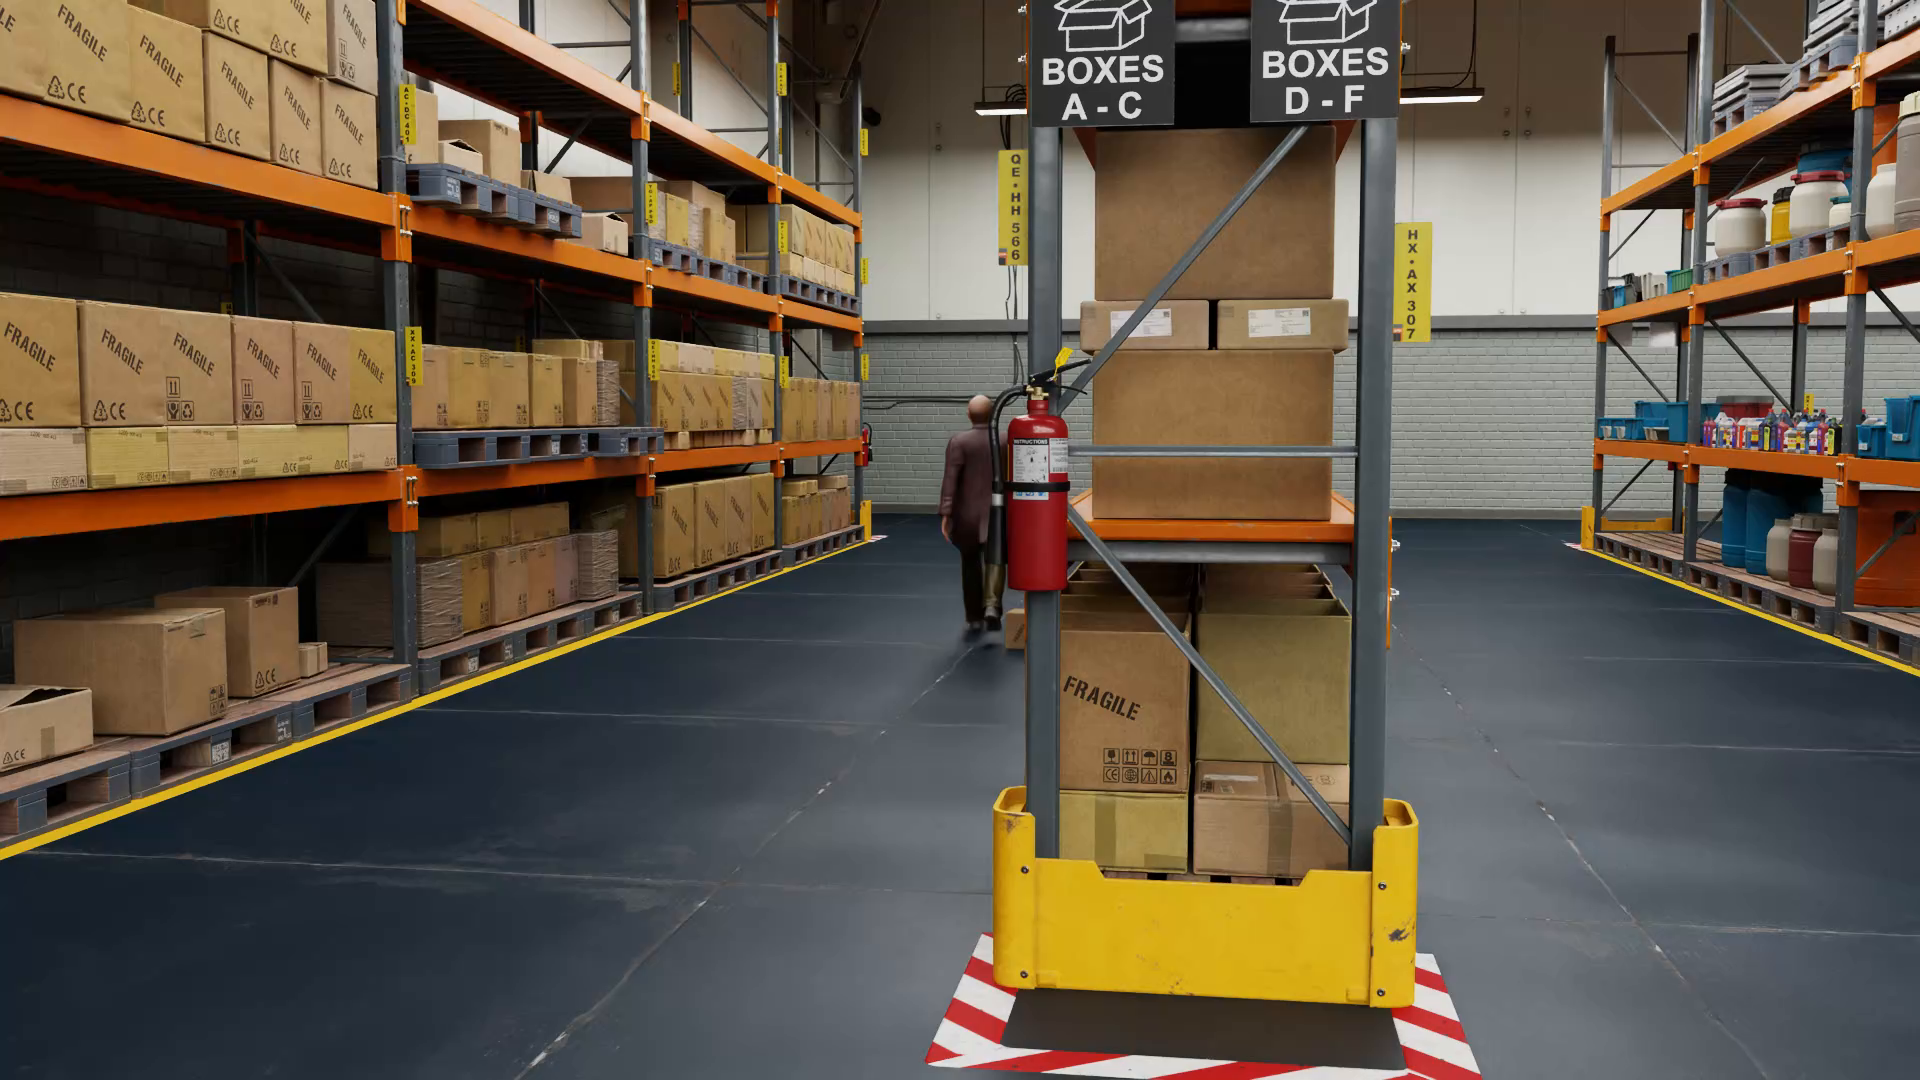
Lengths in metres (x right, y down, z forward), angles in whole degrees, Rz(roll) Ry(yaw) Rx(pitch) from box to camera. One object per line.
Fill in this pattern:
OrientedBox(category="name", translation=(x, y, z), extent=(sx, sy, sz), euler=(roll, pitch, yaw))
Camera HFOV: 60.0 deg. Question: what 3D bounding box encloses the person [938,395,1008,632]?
OrientedBox(category="person", translation=(0.164, -0.184, 12.051), extent=(0.629, 1.728, 1.153), euler=(0, 4, 3))
